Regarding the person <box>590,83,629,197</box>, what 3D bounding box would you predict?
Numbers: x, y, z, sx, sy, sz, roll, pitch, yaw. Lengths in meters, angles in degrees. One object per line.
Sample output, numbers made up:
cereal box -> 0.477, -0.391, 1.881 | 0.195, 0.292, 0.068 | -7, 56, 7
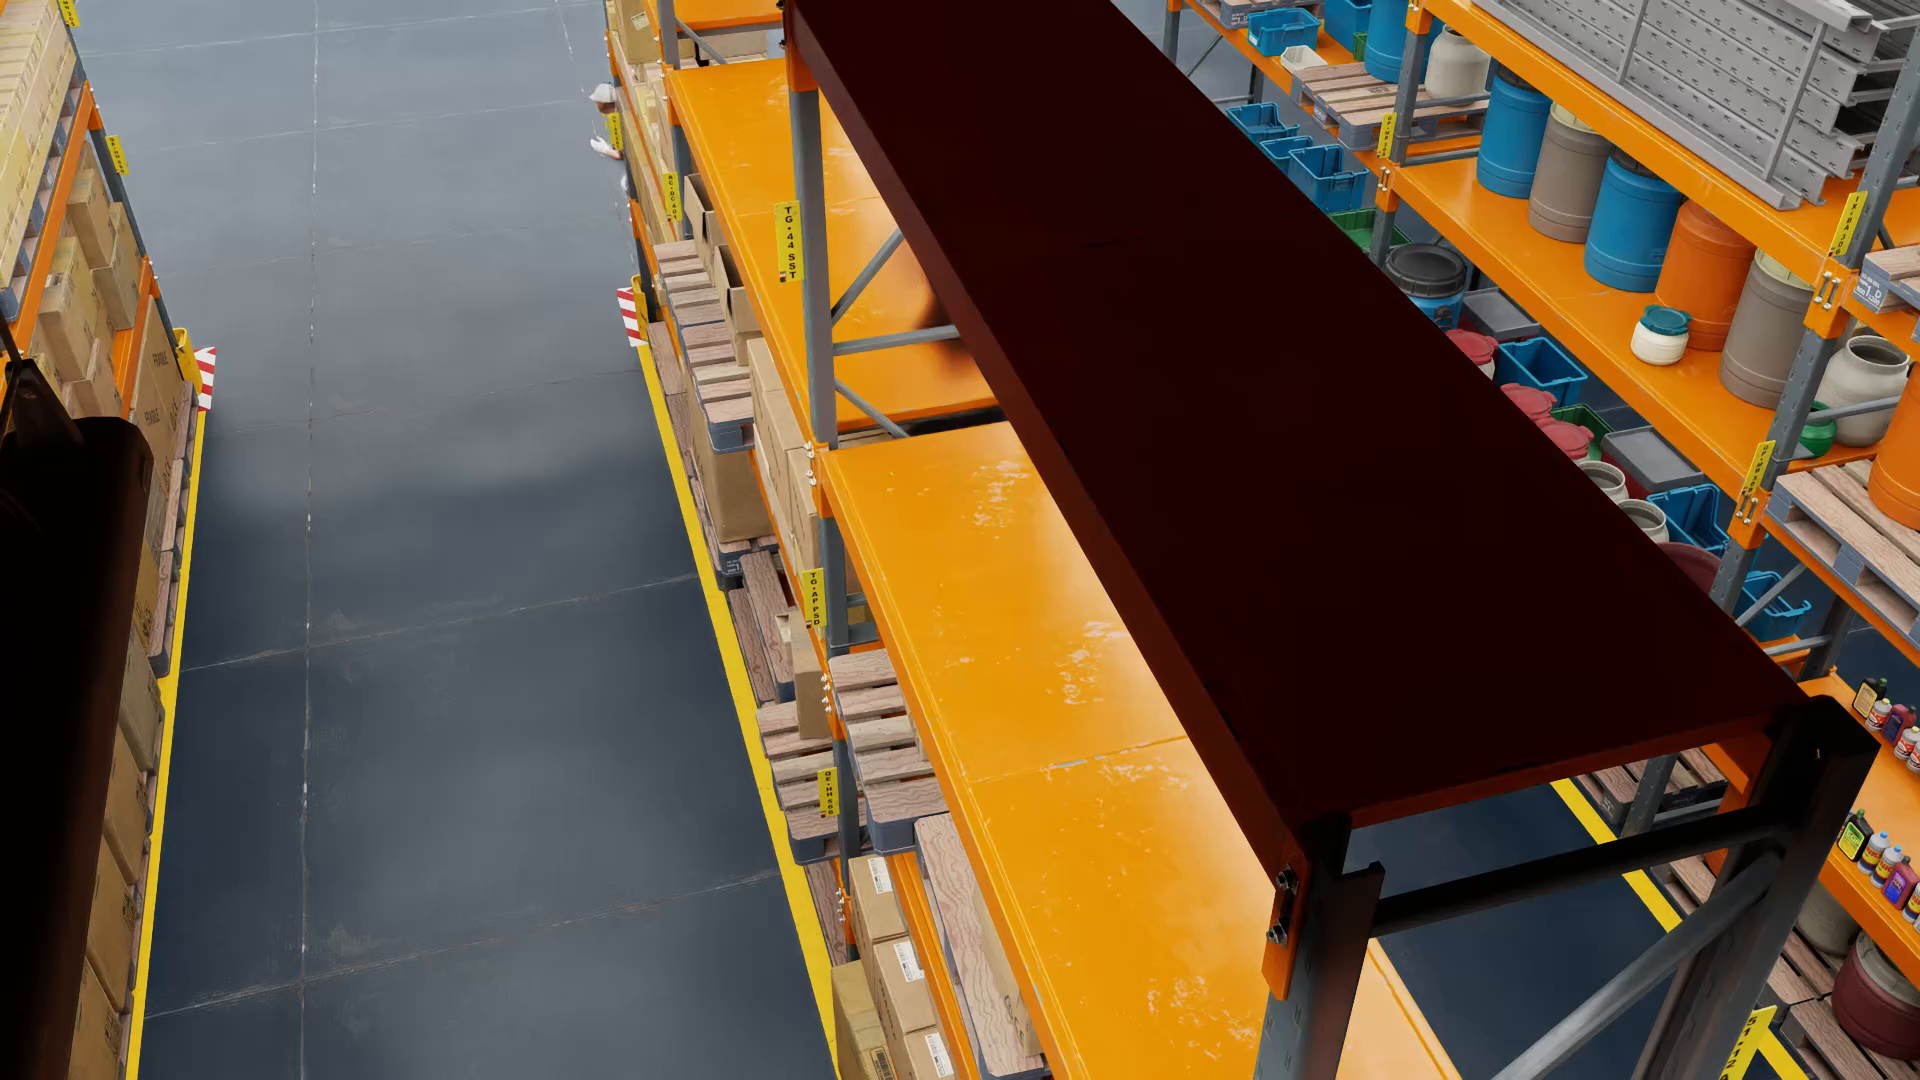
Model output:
person -> -3.039, -3.630, 16.103 | 0.971, 1.646, 0.725 | 4, 39, 5
